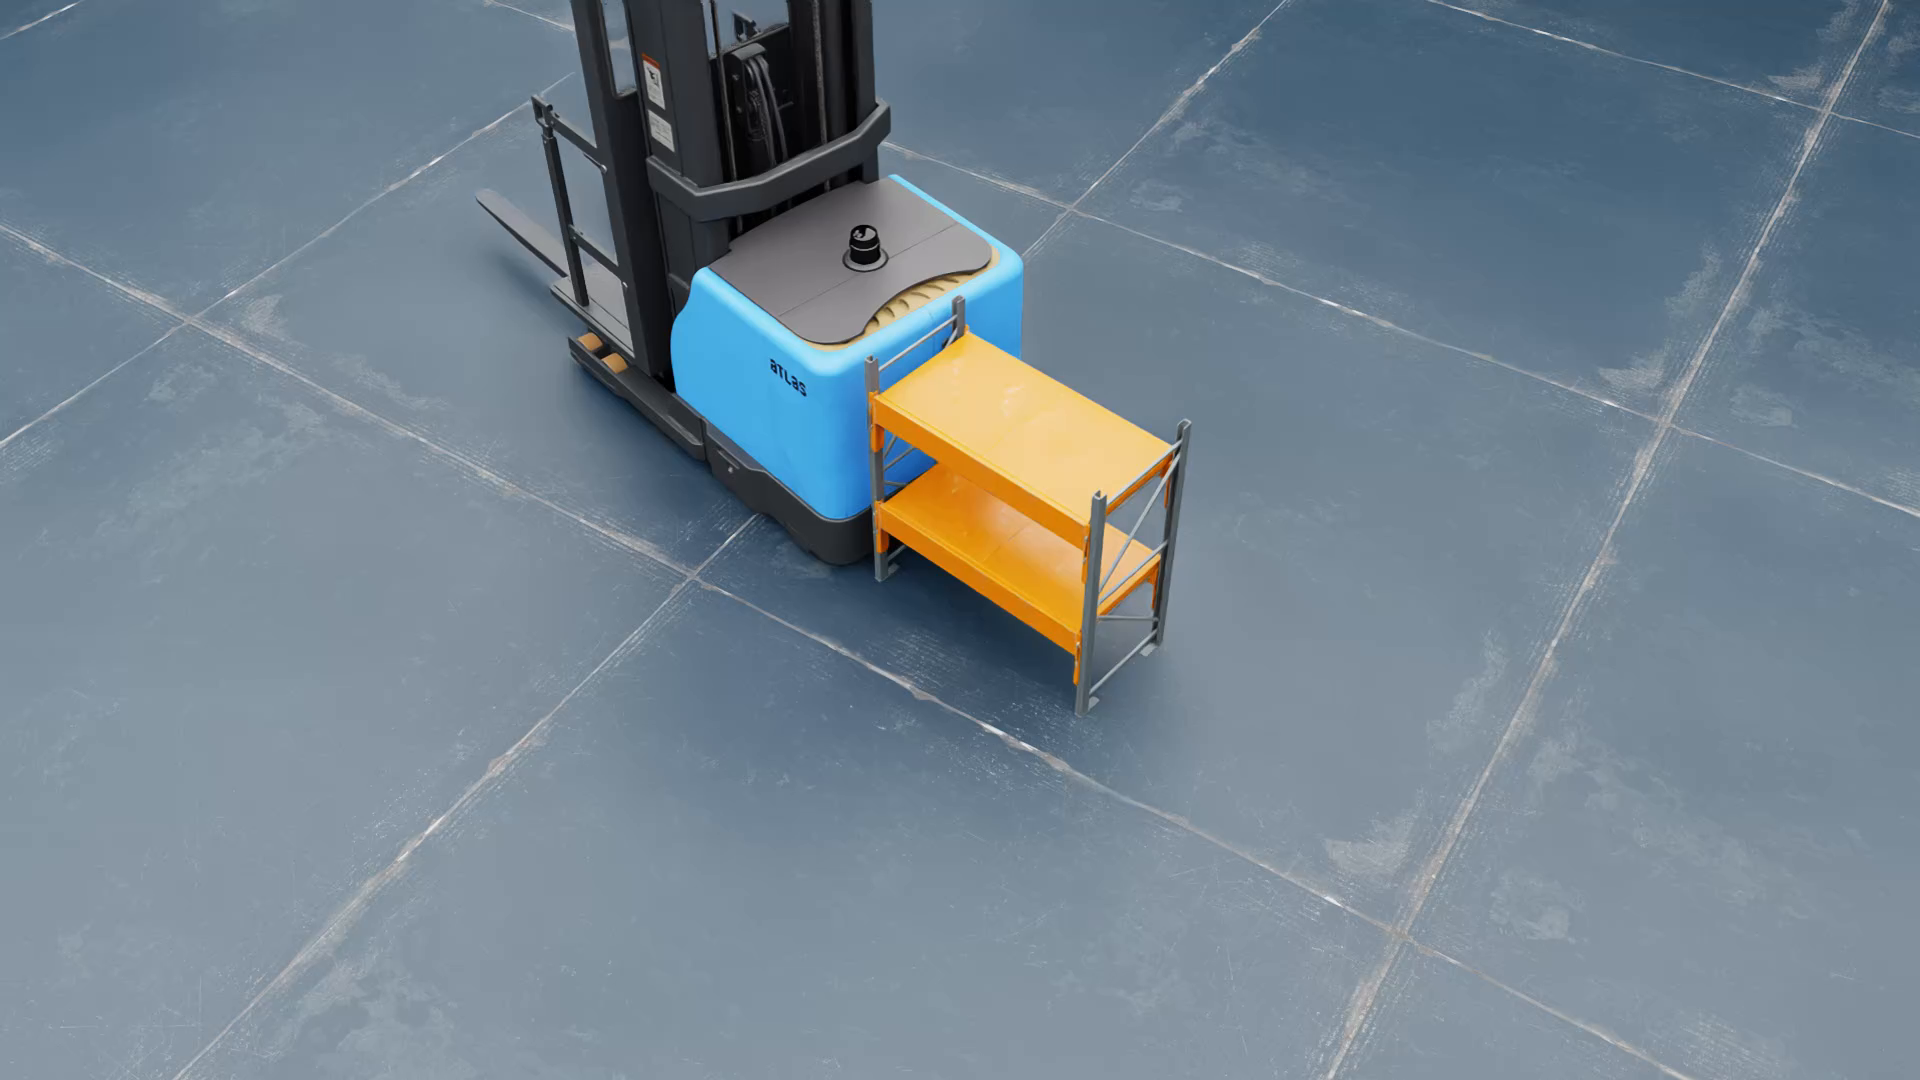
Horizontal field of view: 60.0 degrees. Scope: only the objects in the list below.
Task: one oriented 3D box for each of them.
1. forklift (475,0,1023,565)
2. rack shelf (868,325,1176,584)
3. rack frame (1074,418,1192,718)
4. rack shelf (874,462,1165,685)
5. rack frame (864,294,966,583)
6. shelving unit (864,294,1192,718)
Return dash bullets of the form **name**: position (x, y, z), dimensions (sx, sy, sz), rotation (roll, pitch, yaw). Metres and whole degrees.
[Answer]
- **forklift**: position (-1.100, -1.901, 6.553), dimensions (1.130, 2.935, 3.031), rotation (-33, 54, -28)
- **rack shelf**: position (0.221, -0.324, 5.872), dimensions (1.000, 0.278, 0.538), rotation (33, 54, 28)
- **rack frame**: position (0.600, 0.124, 5.845), dimensions (0.032, 1.125, 0.500), rotation (33, 54, 28)
- **rack shelf**: position (0.221, 0.051, 6.257), dimensions (1.000, 0.278, 0.538), rotation (33, 54, 28)
- **rack frame**: position (-0.157, -0.363, 6.319), dimensions (0.032, 1.125, 0.500), rotation (33, 54, 28)
- **shelving unit**: position (0.221, -0.120, 6.082), dimensions (1.048, 1.125, 0.538), rotation (33, 54, 28)
